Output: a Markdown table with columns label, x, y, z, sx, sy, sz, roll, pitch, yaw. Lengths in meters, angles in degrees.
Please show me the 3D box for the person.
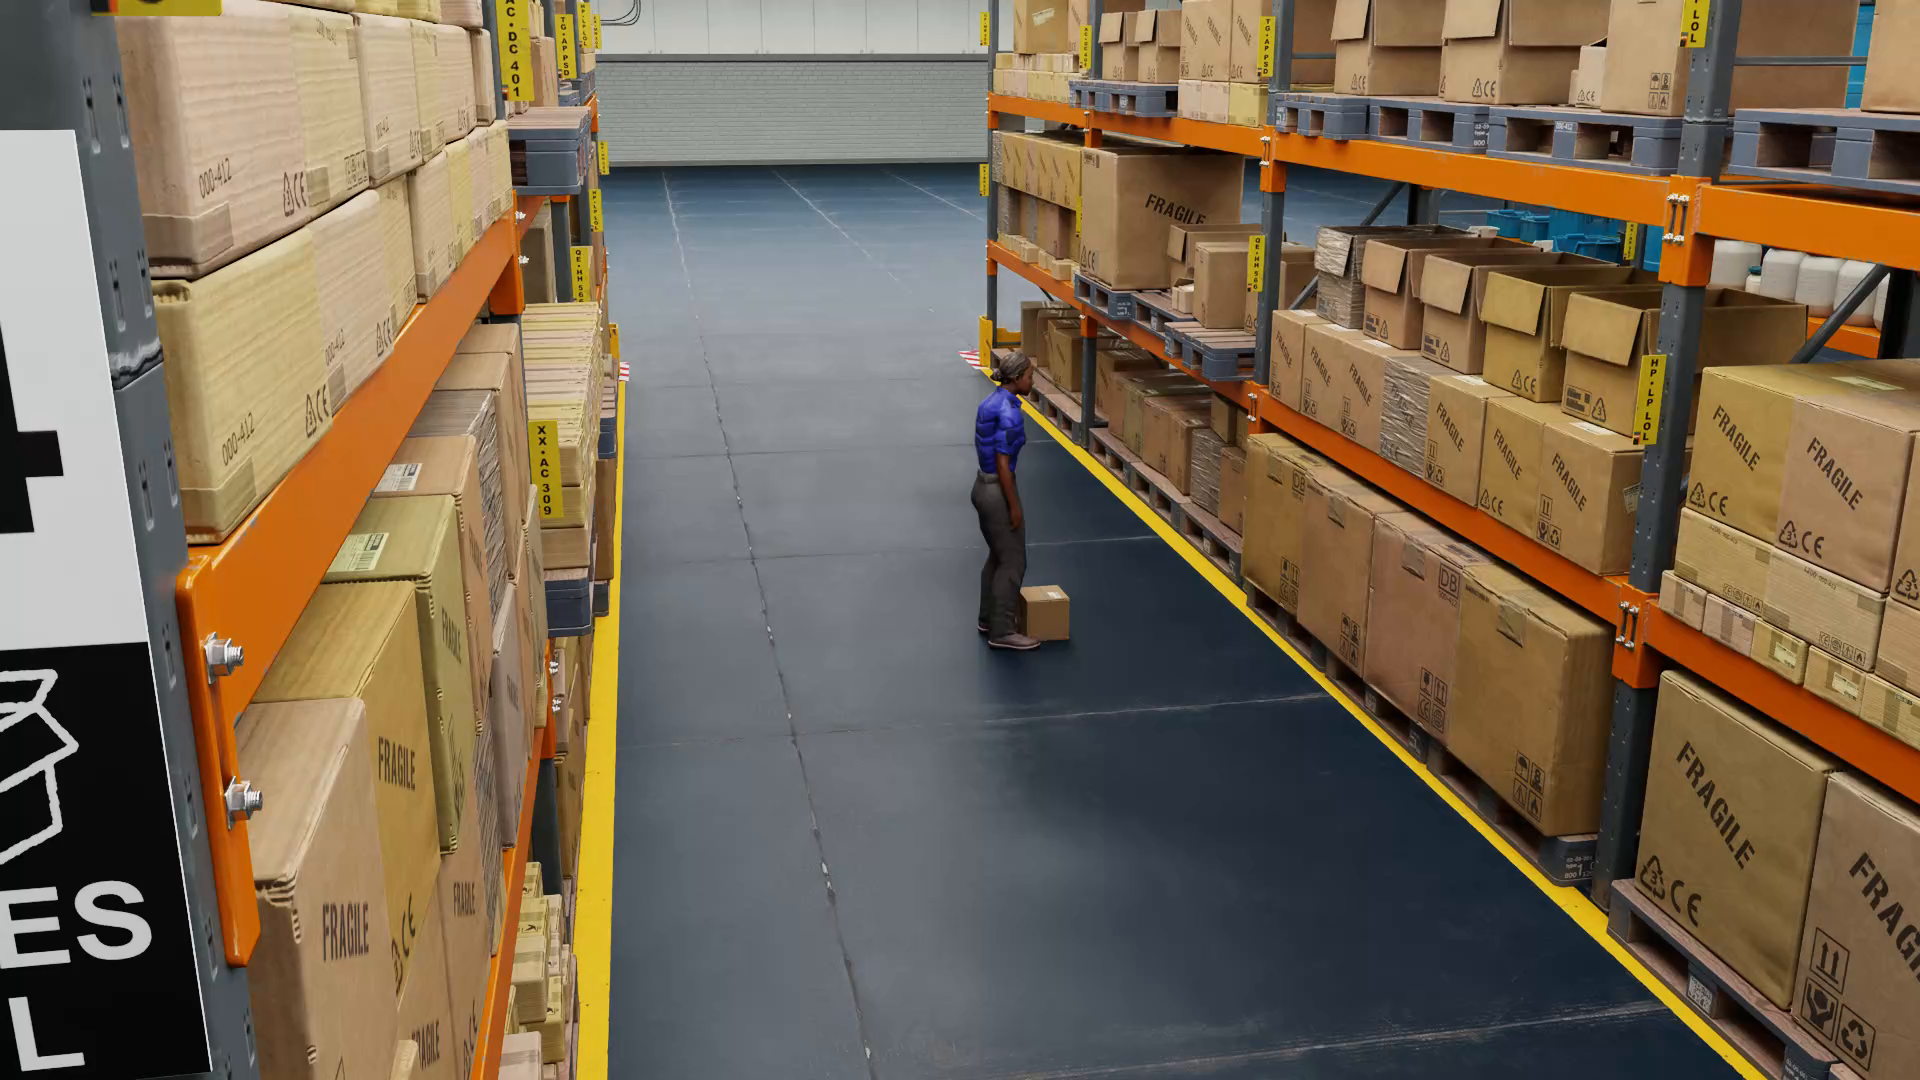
| label | x | y | z | sx | sy | sz | roll | pitch | yaw |
| --- | --- | --- | --- | --- | --- | --- | --- | --- | --- |
| person | 0.246 | -0.232 | 9.332 | 0.349 | 1.654 | 0.503 | -3 | 17 | -11 |
